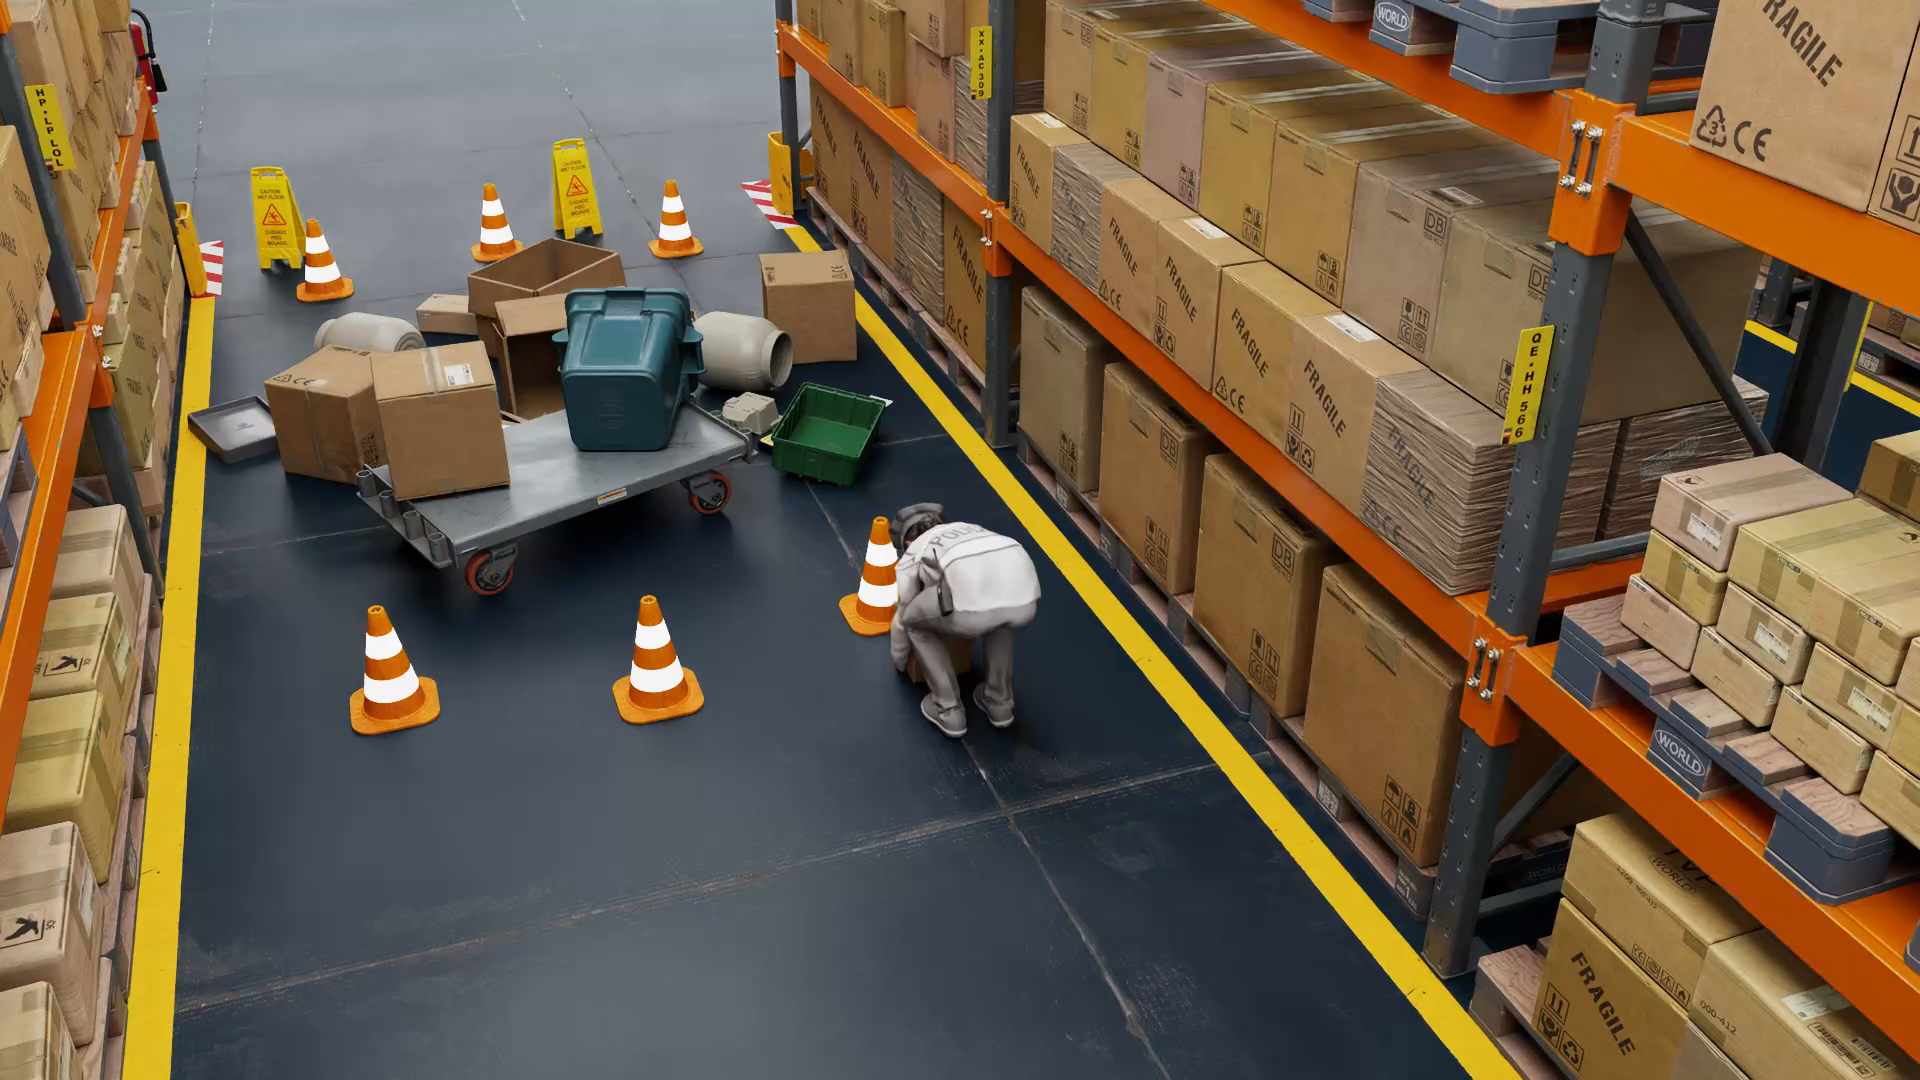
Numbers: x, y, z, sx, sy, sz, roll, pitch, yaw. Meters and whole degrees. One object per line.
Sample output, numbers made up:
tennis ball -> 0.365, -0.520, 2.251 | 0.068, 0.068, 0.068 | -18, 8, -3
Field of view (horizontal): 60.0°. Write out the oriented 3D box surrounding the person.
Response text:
person -> -0.006, 0.287, 6.453 | 0.447, 0.852, 0.887 | -12, 32, -20
